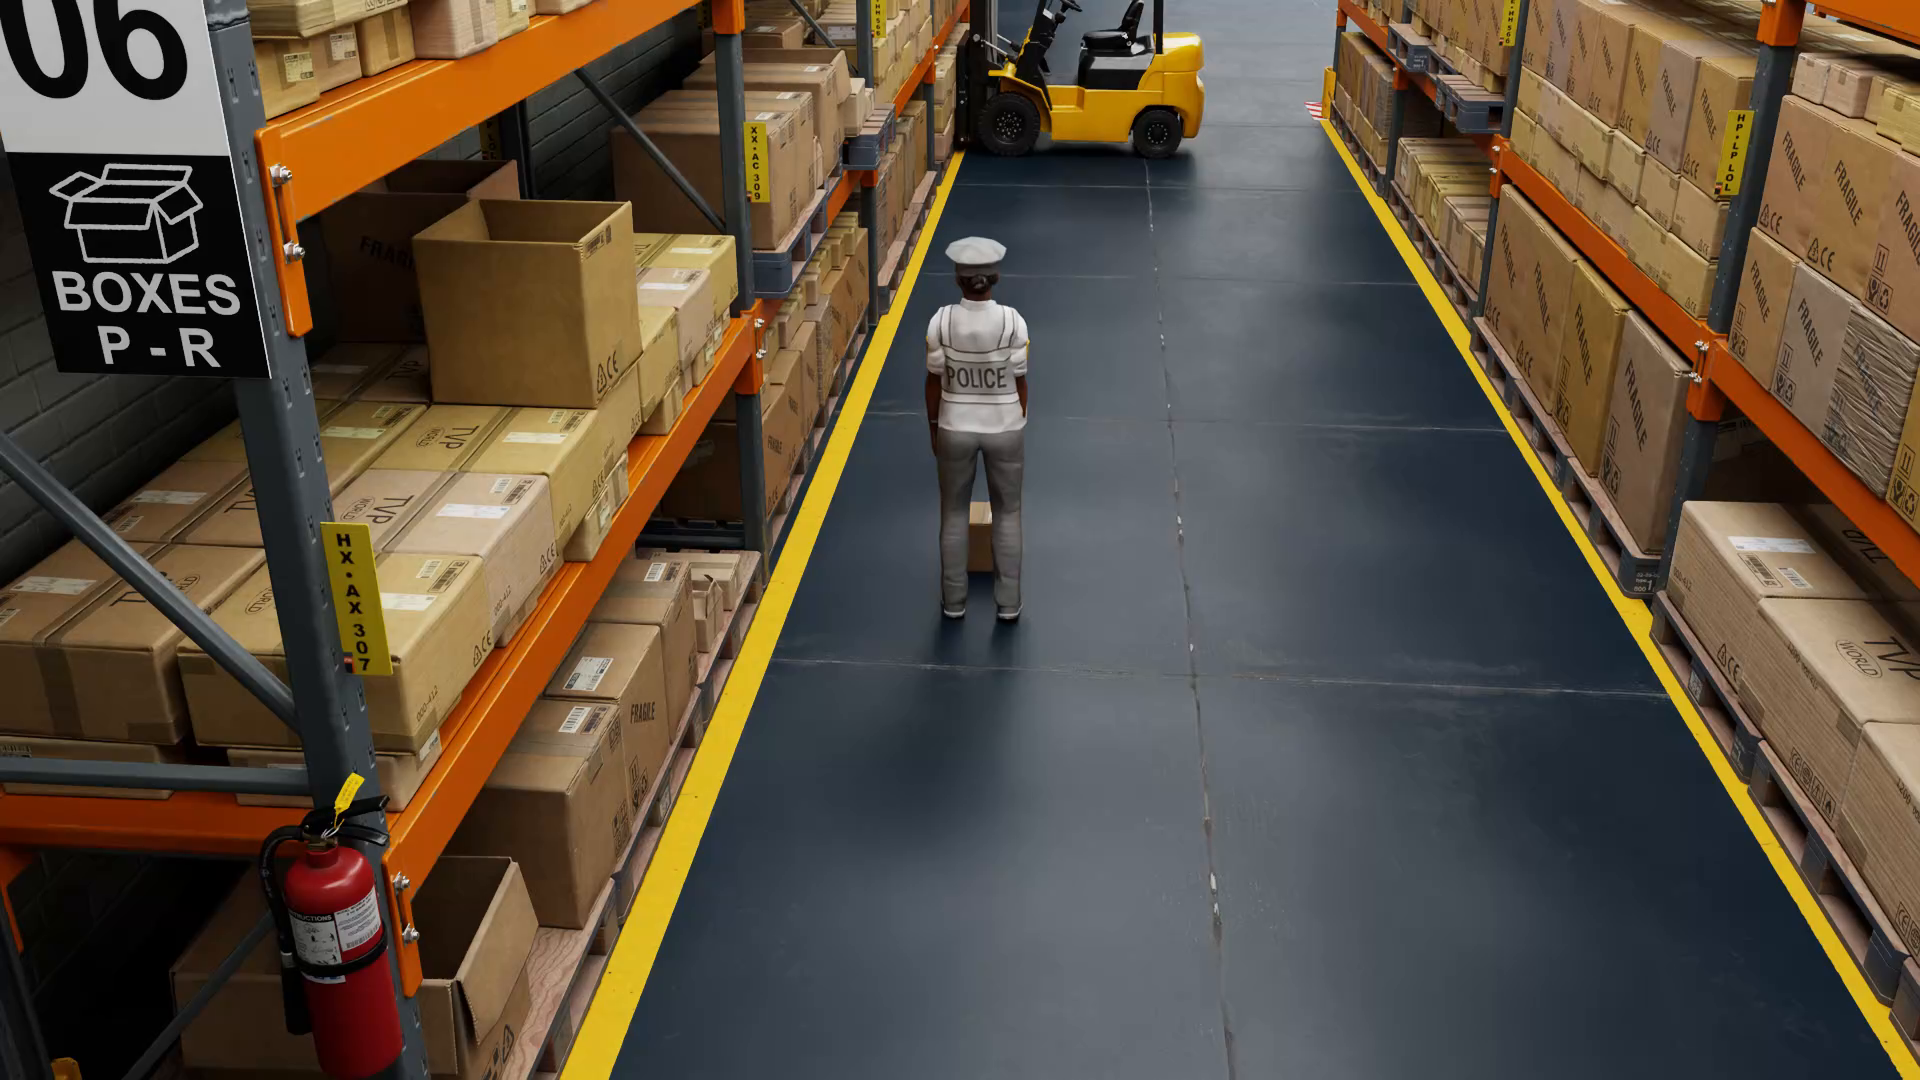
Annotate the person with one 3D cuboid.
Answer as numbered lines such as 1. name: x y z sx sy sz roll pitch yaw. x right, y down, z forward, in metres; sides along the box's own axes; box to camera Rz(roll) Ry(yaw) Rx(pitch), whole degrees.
1. person: 0.070 -0.445 7.100 0.438 1.675 0.341 1 25 3
